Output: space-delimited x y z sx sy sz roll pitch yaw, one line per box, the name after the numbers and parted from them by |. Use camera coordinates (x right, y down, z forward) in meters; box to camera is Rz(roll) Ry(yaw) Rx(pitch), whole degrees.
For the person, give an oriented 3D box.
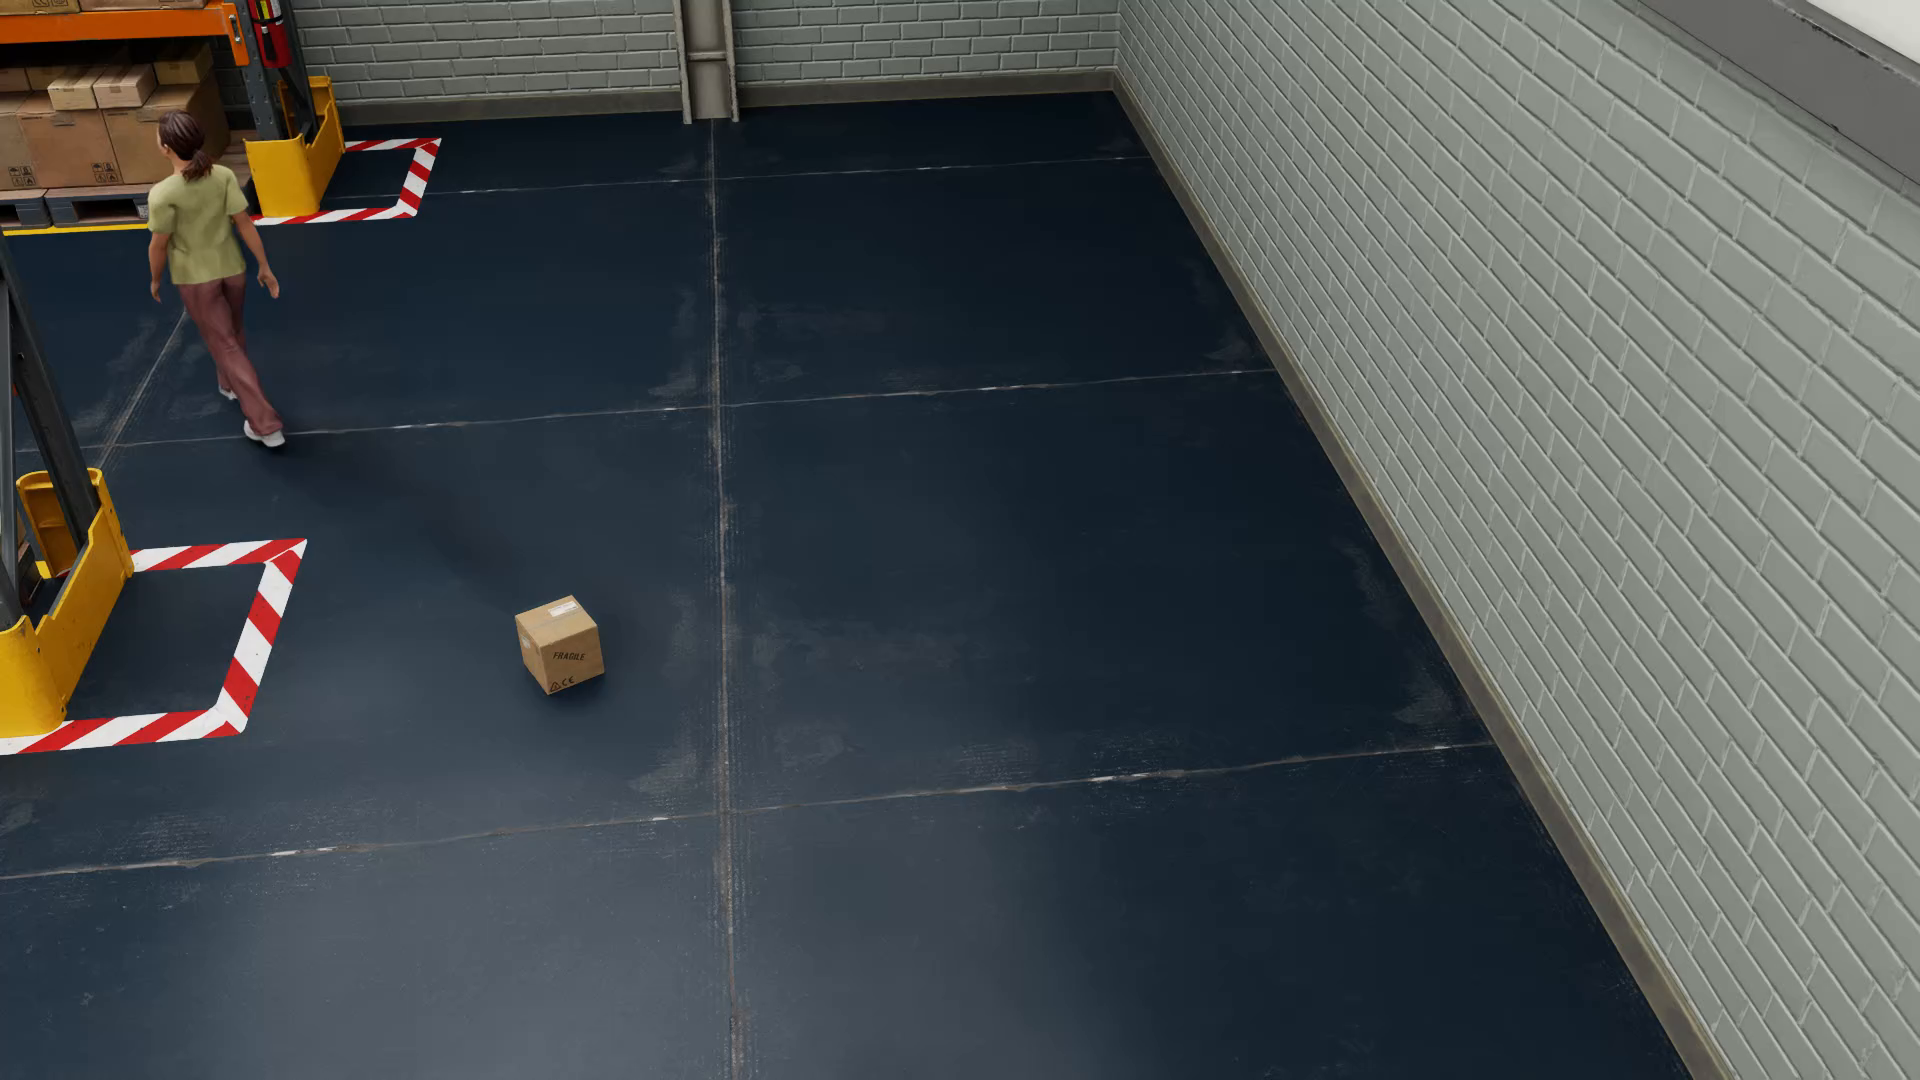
-3.642 -1.276 7.969 0.840 1.656 0.478 24 41 30 | person
